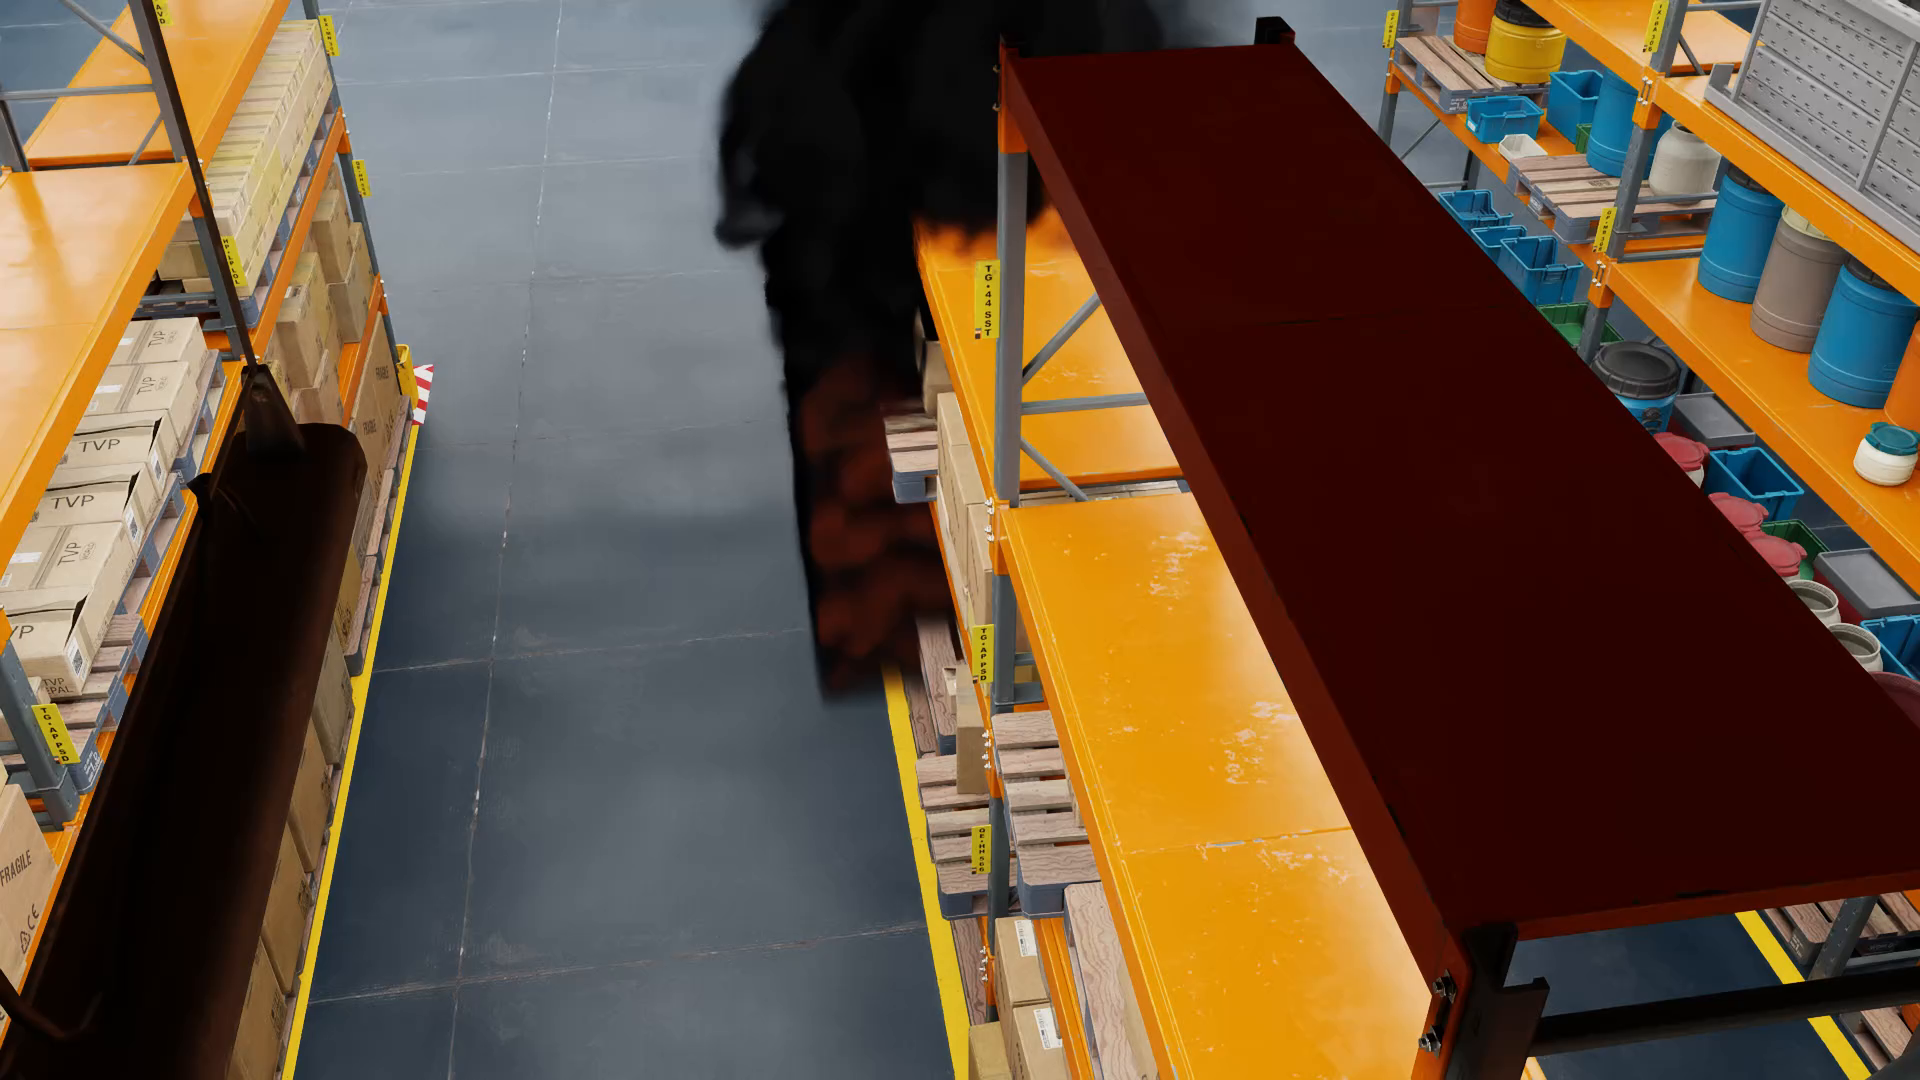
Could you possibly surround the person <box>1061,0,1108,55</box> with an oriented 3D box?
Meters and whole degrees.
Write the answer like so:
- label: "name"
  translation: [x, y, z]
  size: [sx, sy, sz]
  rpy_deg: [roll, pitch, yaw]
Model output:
- label: "person"
  translation: [1.571, -6.240, 20.424]
  size: [0.800, 1.806, 0.654]
  rpy_deg: [6, 37, 8]
